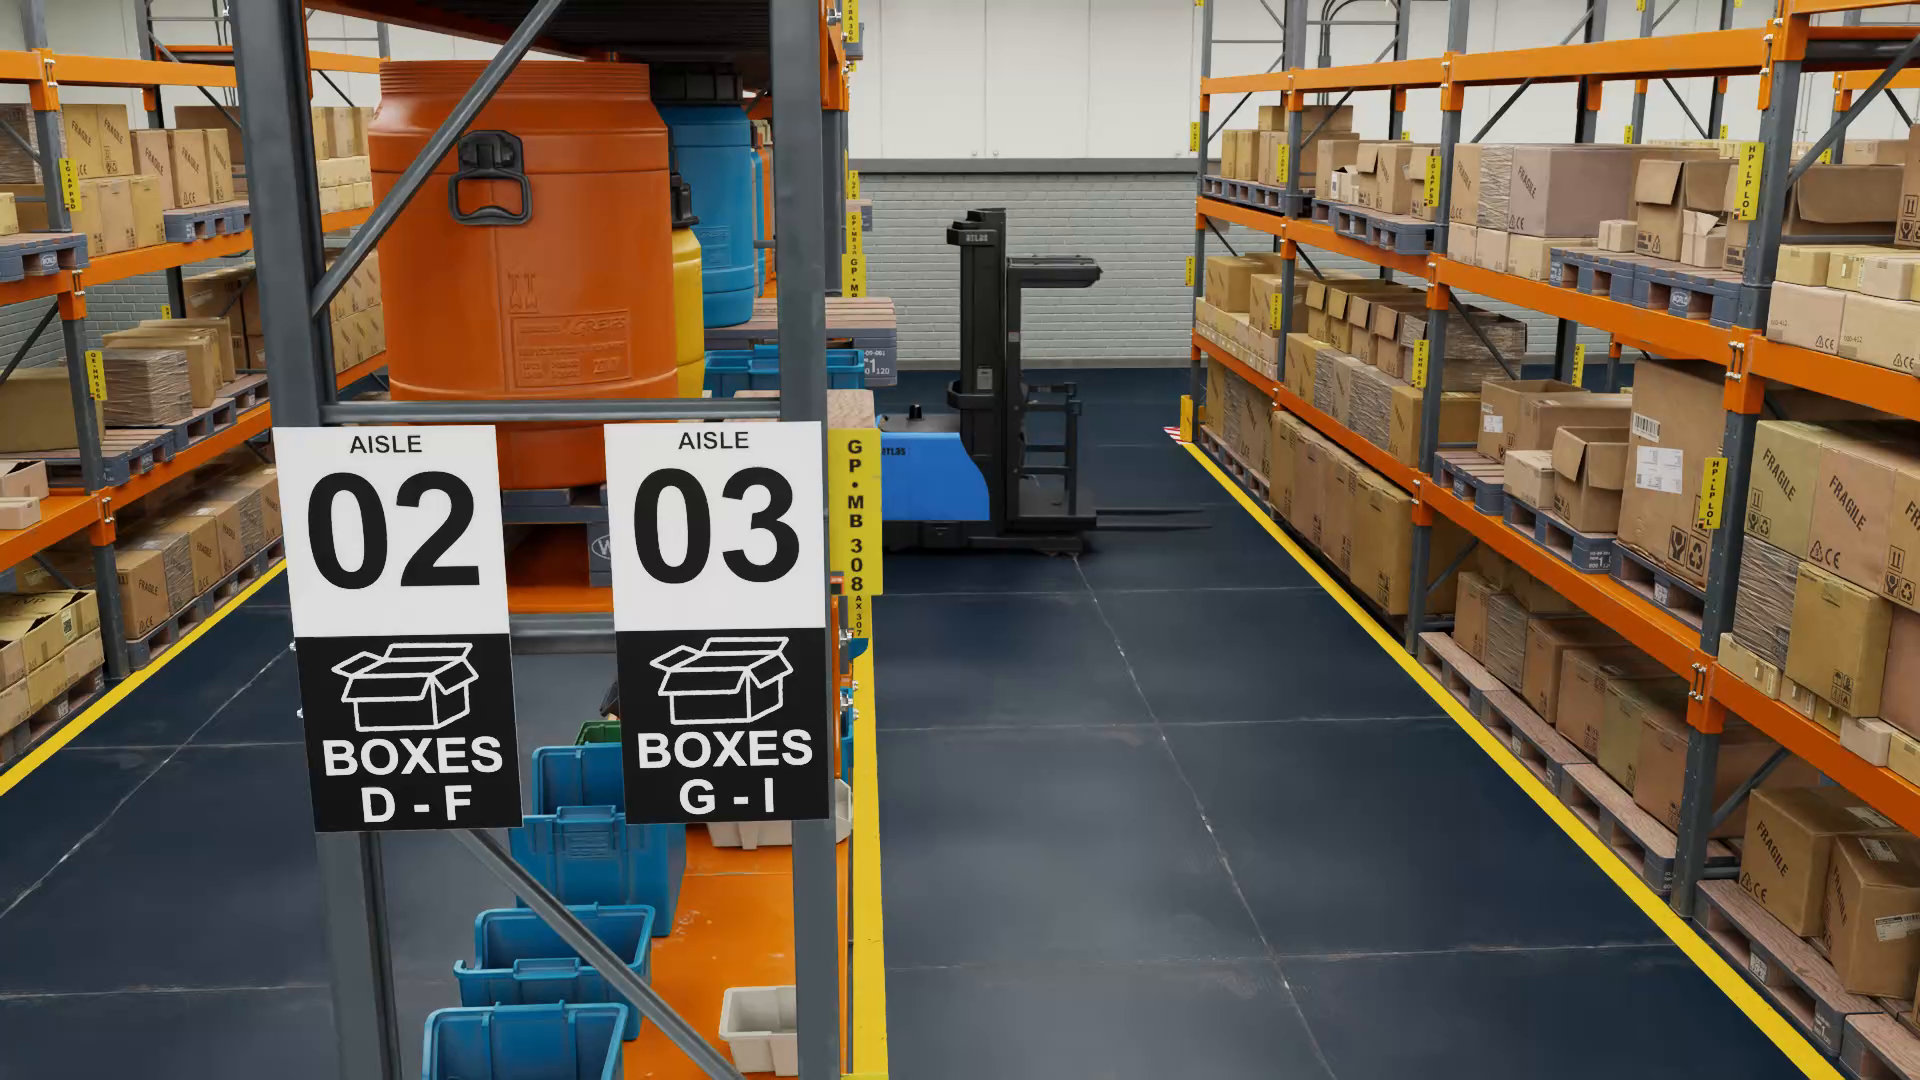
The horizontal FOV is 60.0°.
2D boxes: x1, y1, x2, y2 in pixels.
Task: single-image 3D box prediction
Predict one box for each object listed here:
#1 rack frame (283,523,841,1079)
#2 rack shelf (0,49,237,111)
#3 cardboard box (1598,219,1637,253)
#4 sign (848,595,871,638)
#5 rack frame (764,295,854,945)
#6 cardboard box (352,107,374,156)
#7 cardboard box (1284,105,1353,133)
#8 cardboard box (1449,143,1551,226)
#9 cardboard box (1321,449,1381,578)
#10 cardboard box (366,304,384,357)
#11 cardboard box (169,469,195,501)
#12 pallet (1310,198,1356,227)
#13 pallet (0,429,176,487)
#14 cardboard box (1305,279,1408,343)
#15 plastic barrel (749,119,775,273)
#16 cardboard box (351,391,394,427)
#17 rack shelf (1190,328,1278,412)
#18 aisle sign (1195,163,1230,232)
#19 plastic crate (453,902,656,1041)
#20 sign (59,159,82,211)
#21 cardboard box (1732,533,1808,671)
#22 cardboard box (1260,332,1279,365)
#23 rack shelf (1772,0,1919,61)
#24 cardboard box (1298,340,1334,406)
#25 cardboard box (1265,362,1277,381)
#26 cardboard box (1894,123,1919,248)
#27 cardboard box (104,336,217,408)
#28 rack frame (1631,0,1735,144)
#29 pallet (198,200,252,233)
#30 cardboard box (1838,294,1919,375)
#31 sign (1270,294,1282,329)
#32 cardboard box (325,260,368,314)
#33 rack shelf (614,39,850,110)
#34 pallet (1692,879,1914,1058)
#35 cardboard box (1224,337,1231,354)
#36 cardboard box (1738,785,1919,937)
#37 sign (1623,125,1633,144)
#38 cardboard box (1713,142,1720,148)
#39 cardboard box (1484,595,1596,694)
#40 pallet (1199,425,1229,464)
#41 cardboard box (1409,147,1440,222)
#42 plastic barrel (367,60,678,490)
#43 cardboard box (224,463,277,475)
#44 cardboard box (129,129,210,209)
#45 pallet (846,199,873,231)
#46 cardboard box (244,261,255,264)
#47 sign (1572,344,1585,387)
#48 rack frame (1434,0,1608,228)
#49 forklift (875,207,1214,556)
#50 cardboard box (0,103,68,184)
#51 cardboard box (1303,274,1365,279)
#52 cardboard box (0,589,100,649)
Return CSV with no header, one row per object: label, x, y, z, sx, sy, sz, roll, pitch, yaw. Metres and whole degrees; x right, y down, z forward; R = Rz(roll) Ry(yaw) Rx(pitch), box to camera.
rack frame,-0.749,1.413,3.515,1.000,3.000,0.127,-1,14,-3
rack shelf,-6.312,-3.362,12.279,1.077,0.370,4.000,-1,14,-3
cardboard box,3.731,-1.666,9.088,0.380,0.166,0.250,-1,14,-5
sign,-0.447,0.278,7.369,0.100,0.325,0.005,-1,14,-3
rack frame,-0.997,0.418,7.382,1.000,3.000,0.127,-1,14,-3
cardboard box,-6.636,-4.349,17.681,0.700,0.500,0.500,-1,14,-3
cardboard box,3.399,-3.998,15.777,0.500,0.250,0.500,-2,15,-7
cardboard box,3.471,-2.276,10.627,0.500,0.500,0.500,-1,14,-3
cardboard box,3.630,-0.221,13.288,1.225,0.875,0.875,-1,14,-3
cardboard box,-6.324,-2.179,17.274,0.500,0.500,0.500,-1,14,-3
cardboard box,-6.588,-0.489,13.535,0.500,0.250,0.500,-1,14,-3
pallet,3.557,-2.781,14.178,0.805,0.209,1.217,-1,15,-6
pallet,-6.300,-0.576,11.629,1.213,0.211,1.003,-1,14,-3
cardboard box,3.499,-2.023,14.657,0.797,0.503,0.637,-1,14,-5
plastic barrel,-1.410,-2.065,10.005,0.600,0.901,0.600,0,14,0
cardboard box,-6.405,-1.362,18.433,0.500,0.500,0.500,-1,14,-3
rack shelf,3.327,-1.797,17.434,1.077,0.370,4.000,-1,14,-3
aisle sign,2.900,-3.915,19.006,0.394,0.787,0.004,-1,14,-3
plastic crate,-1.113,1.203,4.628,0.499,0.251,0.408,-1,14,-3
sign,-5.634,-2.249,10.532,0.100,0.325,0.005,-1,14,-3
cardboard box,3.913,0.262,7.191,0.875,0.500,0.500,-1,14,-3
cardboard box,3.162,-1.825,15.804,0.500,0.250,0.500,-1,14,-4
rack shelf,4.071,-1.716,5.088,1.077,0.370,4.000,-1,14,-3
cardboard box,3.262,-1.453,14.454,0.500,0.500,0.500,-1,14,-3
cardboard box,3.105,-1.597,15.718,0.380,0.149,0.250,-1,14,-3
cardboard box,4.229,-1.438,6.773,0.500,0.500,0.500,-1,14,-5
cardboard box,-6.265,-1.309,13.052,0.700,0.500,0.500,-5,15,-18
rack frame,8.160,-5.600,18.730,1.000,3.000,0.127,-1,14,-3
pallet,-6.466,-2.694,13.836,1.213,0.211,1.003,-1,14,-3
cardboard box,3.757,-0.791,6.362,0.500,0.250,0.500,-1,14,-4
sign,2.897,-2.097,15.259,0.100,0.325,0.005,-1,14,-3
cardboard box,-6.281,-2.535,16.651,0.500,0.500,0.500,0,14,-2
rack shelf,-1.120,-2.443,8.707,1.077,0.370,4.000,-1,14,-3
pallet,4.024,1.859,7.379,1.003,0.211,1.213,-1,14,-3
cardboard box,2.993,-2.045,17.460,0.380,0.149,0.250,-1,14,-5
cardboard box,3.932,1.449,7.549,0.500,0.500,0.500,-1,14,-5
sign,7.619,-4.562,18.962,0.100,0.325,0.005,-1,14,-3
cardboard box,8.020,-4.039,17.181,0.380,0.149,0.250,0,14,-2
cardboard box,3.808,0.648,10.620,0.700,0.500,0.500,-2,15,-8
pallet,3.331,-1.095,18.857,1.003,0.211,1.213,-1,14,-3
cardboard box,3.589,-2.510,11.691,0.797,0.503,0.637,0,14,0
plastic barrel,-0.906,-0.570,3.498,0.600,0.830,0.708,-1,14,-3
cardboard box,-6.120,-0.380,14.618,0.500,0.500,0.500,-1,14,-4
cardboard box,-6.414,-2.957,13.234,0.600,0.600,0.600,-1,14,-4
pallet,-1.346,-2.739,14.012,1.213,0.211,1.003,-1,14,-3
cardboard box,-6.821,-2.528,16.626,0.500,0.500,0.500,-1,14,-4
sign,4.240,-1.186,11.452,0.100,0.325,0.005,-1,14,-3
rack frame,3.699,-3.559,10.798,1.000,3.000,0.127,-1,14,-3
forklift,0.722,-1.412,14.633,3.031,2.935,1.130,0,14,1
cardboard box,-6.209,-2.595,10.866,0.500,0.500,0.500,-1,14,-3
cardboard box,3.654,-2.328,16.254,0.500,0.500,0.500,-1,14,-3
cardboard box,-5.910,0.482,10.683,0.500,0.311,0.500,-1,14,-2
